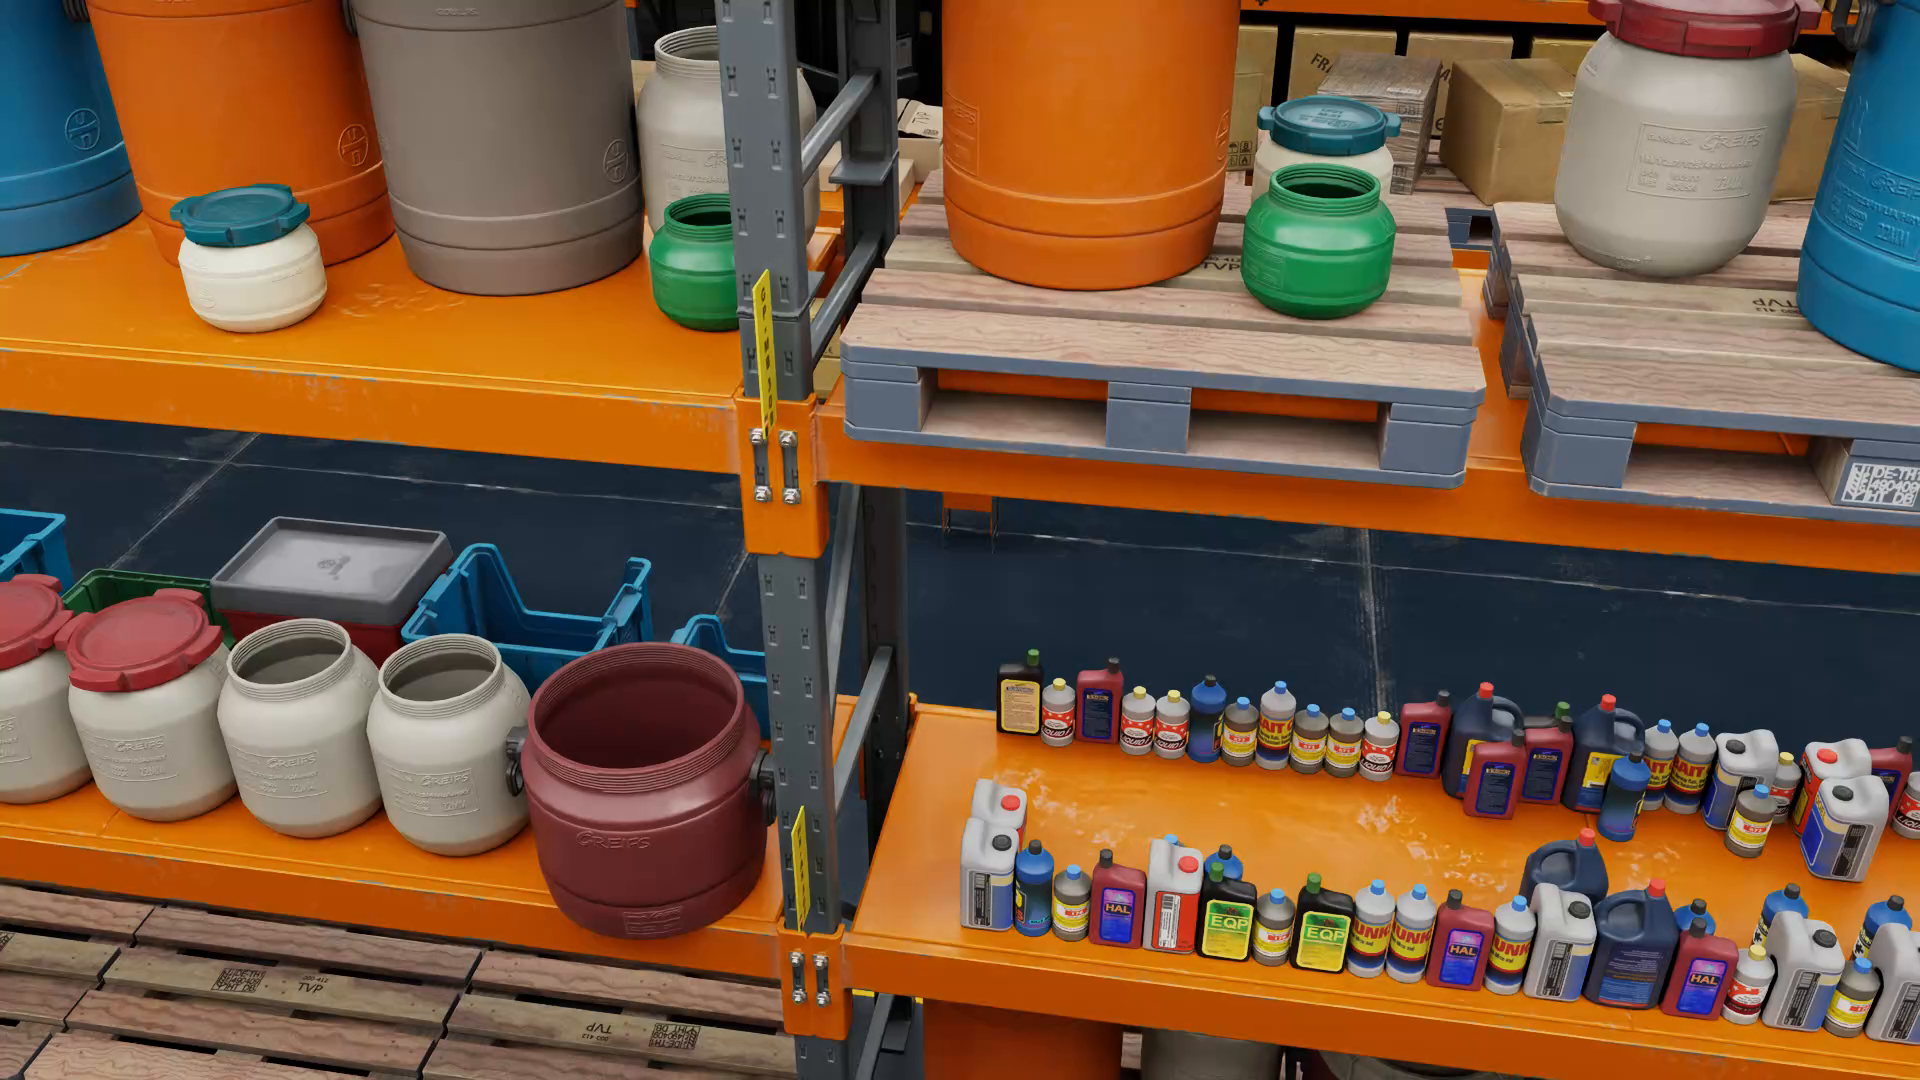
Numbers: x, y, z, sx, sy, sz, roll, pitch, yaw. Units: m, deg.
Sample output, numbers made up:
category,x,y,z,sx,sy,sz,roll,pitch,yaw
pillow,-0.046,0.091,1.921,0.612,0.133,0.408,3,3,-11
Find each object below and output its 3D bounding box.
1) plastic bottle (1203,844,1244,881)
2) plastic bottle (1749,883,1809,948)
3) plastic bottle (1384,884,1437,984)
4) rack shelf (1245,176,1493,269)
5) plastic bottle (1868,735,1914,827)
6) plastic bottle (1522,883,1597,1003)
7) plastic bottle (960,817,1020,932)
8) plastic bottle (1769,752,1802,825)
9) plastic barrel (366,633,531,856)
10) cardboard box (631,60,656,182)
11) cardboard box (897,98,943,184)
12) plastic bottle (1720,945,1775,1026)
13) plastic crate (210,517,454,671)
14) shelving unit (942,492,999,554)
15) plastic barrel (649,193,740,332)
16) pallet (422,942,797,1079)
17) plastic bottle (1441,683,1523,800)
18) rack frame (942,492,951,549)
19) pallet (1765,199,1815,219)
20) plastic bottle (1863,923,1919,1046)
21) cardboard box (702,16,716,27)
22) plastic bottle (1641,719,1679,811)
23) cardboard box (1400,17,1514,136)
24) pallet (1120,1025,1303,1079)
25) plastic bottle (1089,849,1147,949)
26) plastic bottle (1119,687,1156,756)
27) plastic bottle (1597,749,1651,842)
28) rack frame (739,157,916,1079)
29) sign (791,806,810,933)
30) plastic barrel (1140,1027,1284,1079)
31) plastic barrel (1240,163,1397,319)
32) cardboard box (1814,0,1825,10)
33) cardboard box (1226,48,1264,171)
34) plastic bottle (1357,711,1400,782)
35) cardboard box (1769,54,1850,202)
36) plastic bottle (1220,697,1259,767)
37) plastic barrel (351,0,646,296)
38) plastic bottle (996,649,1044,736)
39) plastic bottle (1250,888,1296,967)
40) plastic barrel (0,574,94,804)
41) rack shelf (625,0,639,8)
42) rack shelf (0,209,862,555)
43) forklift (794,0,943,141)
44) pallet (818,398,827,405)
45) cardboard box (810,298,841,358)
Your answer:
category,x,y,z,sx,sy,sz,roll,pitch,yaw
plastic bottle,0.652,0.872,4.151,0.097,0.271,0.097,0,32,0
plastic bottle,1.988,0.944,4.037,0.097,0.271,0.097,0,32,0
plastic bottle,1.097,0.945,4.035,0.097,0.271,0.097,0,32,0
rack shelf,2.512,-1.531,8.548,4.000,0.370,1.077,5,32,8
plastic bottle,2.482,0.647,4.500,0.133,0.283,0.061,5,32,8
plastic bottle,1.443,0.959,4.007,0.135,0.276,0.152,5,32,8
plastic bottle,0.076,0.836,4.205,0.135,0.276,0.152,5,32,8
plastic bottle,2.232,0.669,4.542,0.097,0.201,0.097,0,32,0
plastic barrel,-1.346,0.548,4.442,0.421,0.512,0.421,0,32,0
cardboard box,-1.635,-2.246,8.916,0.500,0.500,0.500,5,32,8
cardboard box,-0.308,-2.158,8.955,0.500,0.311,0.500,5,32,8
plastic bottle,1.866,1.044,3.942,0.097,0.201,0.097,0,32,0
plastic crate,-1.838,0.244,4.973,0.583,0.464,0.402,5,32,8
shelving unit,0.053,-0.440,7.964,0.252,1.050,0.215,5,32,8
plastic barrel,-0.548,-0.626,3.741,0.294,0.245,0.294,0,32,0
pallet,-1.053,1.668,5.386,1.213,0.211,1.003,5,32,8
plastic bottle,1.451,0.547,4.595,0.185,0.351,0.144,5,32,8
rack frame,-0.068,-0.451,7.981,0.008,1.050,0.200,5,32,8
pallet,3.714,-1.705,8.328,1.213,0.211,1.003,5,32,8
plastic bottle,2.214,1.029,3.895,0.135,0.276,0.152,5,32,8
cardboard box,-1.844,-4.033,13.807,0.500,0.500,0.700,6,33,10
plastic bottle,1.908,0.610,4.570,0.097,0.271,0.097,0,32,0
cardboard box,3.774,-3.584,12.778,0.750,0.750,0.750,6,33,10
pallet,0.488,1.806,5.166,1.213,0.211,1.003,5,32,8
plastic bottle,0.392,0.886,4.118,0.133,0.283,0.061,5,32,8
plastic bottle,0.512,0.513,4.790,0.097,0.201,0.097,0,32,0
plastic bottle,1.787,0.676,4.464,0.097,0.271,0.097,0,32,0
rack frame,-0.296,0.575,4.504,0.127,3.000,1.000,5,32,8
sign,-0.382,0.795,4.000,0.005,0.325,0.100,5,32,8
plastic barrel,0.760,1.490,4.991,0.421,0.512,0.421,0,32,0
plastic barrel,0.710,-0.593,3.294,0.294,0.245,0.294,0,32,0
cardboard box,5.845,-4.319,12.041,0.700,0.700,0.980,6,32,9
cardboard box,1.181,-2.238,8.508,0.500,0.500,0.700,-5,32,-8
plastic bottle,1.184,0.574,4.693,0.097,0.201,0.097,0,32,0
cardboard box,4.054,-2.038,8.188,0.500,0.500,0.700,-5,32,-8
plastic bottle,0.800,0.539,4.749,0.097,0.201,0.097,0,32,0
plastic barrel,-1.069,-1.095,3.873,0.600,0.901,0.600,0,32,0
plastic bottle,0.174,0.438,4.833,0.133,0.283,0.061,5,32,8
plastic bottle,0.773,0.945,4.100,0.097,0.201,0.097,0,32,0
plastic barrel,-2.610,0.426,4.614,0.433,0.535,0.433,0,32,0
rack shelf,-0.601,-4.480,13.258,4.000,0.370,1.077,5,32,8
rack shelf,-2.268,-0.570,4.184,4.000,0.370,1.077,5,32,8
forklift,-0.267,-3.232,10.651,3.031,2.935,1.130,-26,41,-35
pallet,-0.264,-0.927,9.532,1.213,0.211,1.003,5,32,8
cardboard box,-0.530,-1.226,9.049,0.500,0.311,0.500,5,32,7
